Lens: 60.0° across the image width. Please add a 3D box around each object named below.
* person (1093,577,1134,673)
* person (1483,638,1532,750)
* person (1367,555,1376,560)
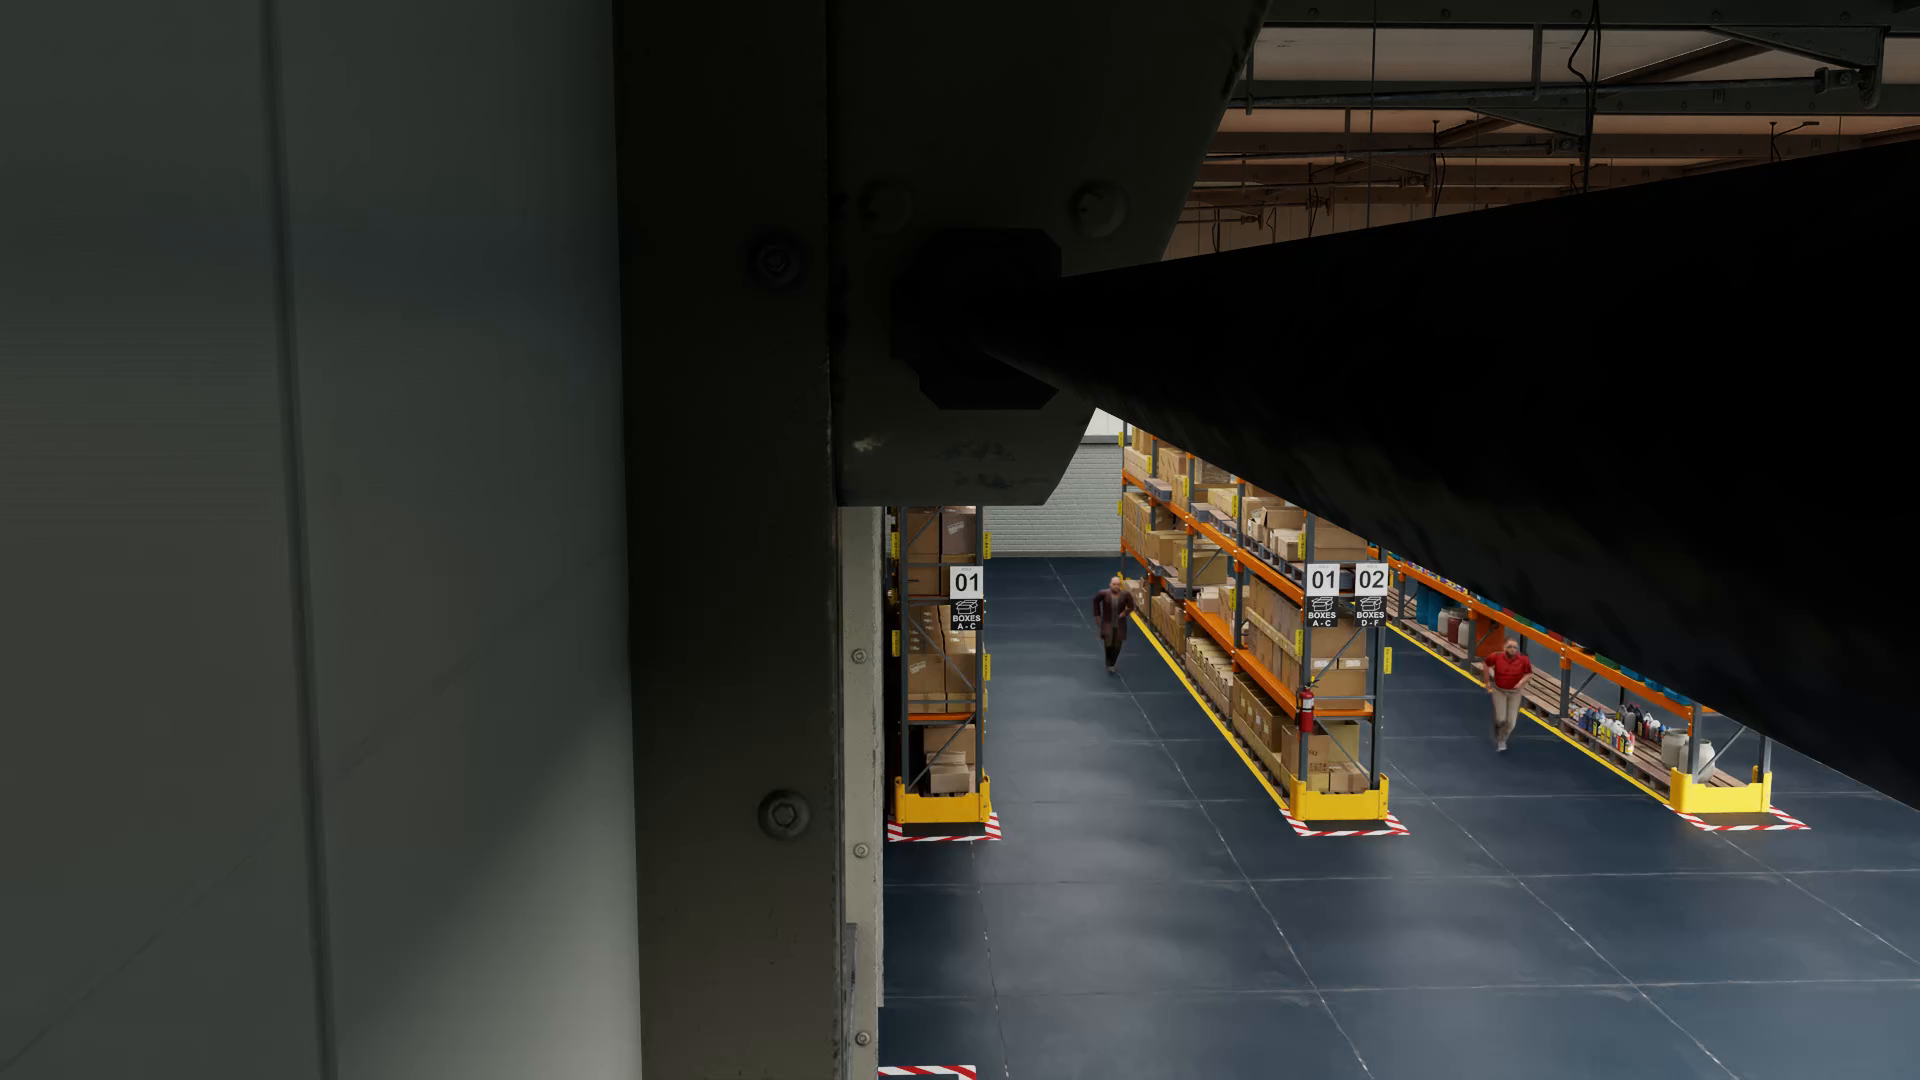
[{"bbox_3d":[2.639,1.468,28.520,0.665,1.701,0.780,0,8,-3],"label":"person"},{"bbox_3d":[7.760,2.196,23.561,0.629,1.662,0.698,1,8,6],"label":"person"},{"bbox_3d":[9.730,0.045,39.142,0.874,1.678,0.626,2,8,14],"label":"person"}]
